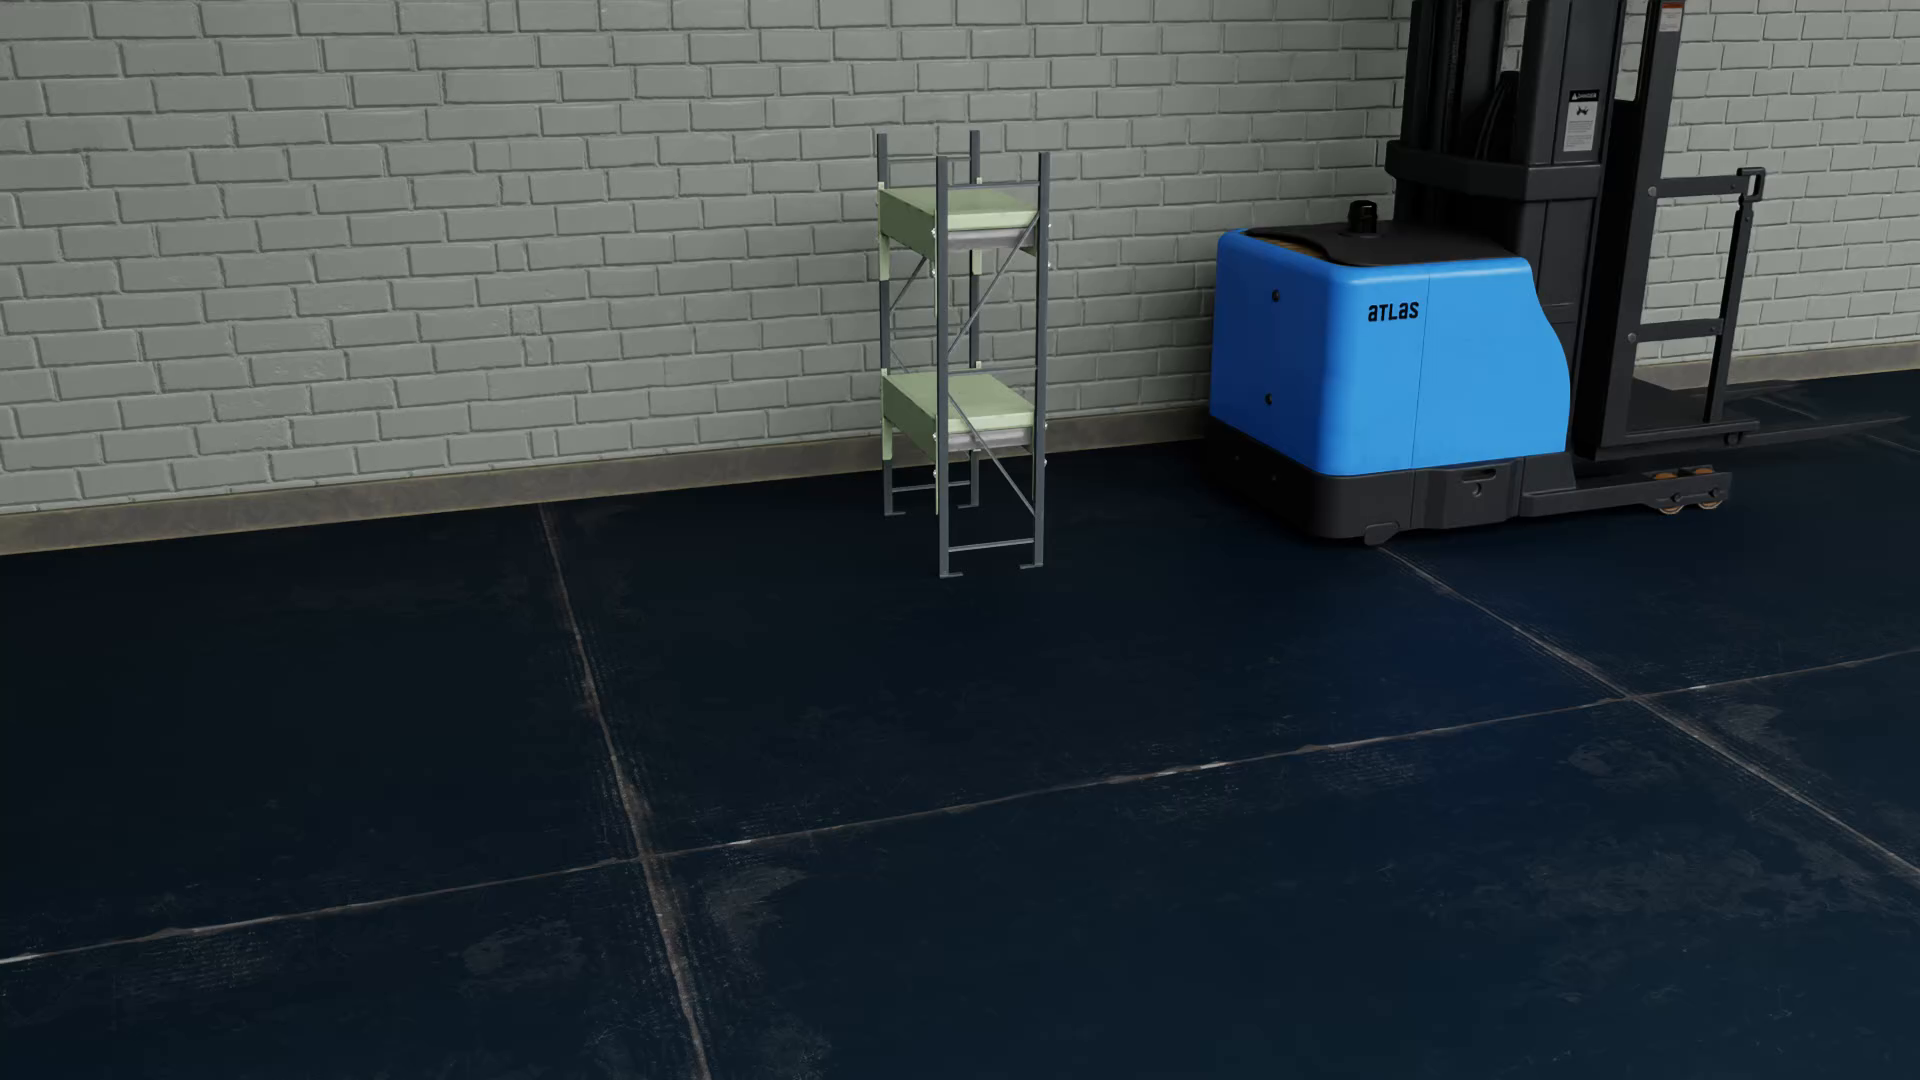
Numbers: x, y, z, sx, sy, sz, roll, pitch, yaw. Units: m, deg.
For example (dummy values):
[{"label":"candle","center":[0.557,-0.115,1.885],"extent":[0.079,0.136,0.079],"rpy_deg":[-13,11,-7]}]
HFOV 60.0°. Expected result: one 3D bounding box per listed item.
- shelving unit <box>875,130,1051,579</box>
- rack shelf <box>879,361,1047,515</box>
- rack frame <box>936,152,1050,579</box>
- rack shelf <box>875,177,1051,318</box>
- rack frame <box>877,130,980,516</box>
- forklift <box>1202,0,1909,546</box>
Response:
[{"label":"shelving unit","center":[-0.002,-0.708,6.169],"extent":[0.431,1.500,0.755],"rpy_deg":[-6,21,-17]},{"label":"rack shelf","center":[-0.002,-0.401,6.279],"extent":[0.431,0.370,0.720],"rpy_deg":[-6,21,-17]},{"label":"rack frame","center":[0.113,-0.591,5.842],"extent":[0.400,1.500,0.023],"rpy_deg":[-6,21,-17]},{"label":"rack shelf","center":[-0.002,-1.075,6.037],"extent":[0.431,0.370,0.720],"rpy_deg":[-6,21,-17]},{"label":"rack frame","center":[-0.117,-0.825,6.496],"extent":[0.400,1.500,0.023],"rpy_deg":[-6,21,-17]},{"label":"forklift","center":[2.603,-1.642,6.653],"extent":[3.031,2.935,1.130],"rpy_deg":[-7,21,-18]}]
